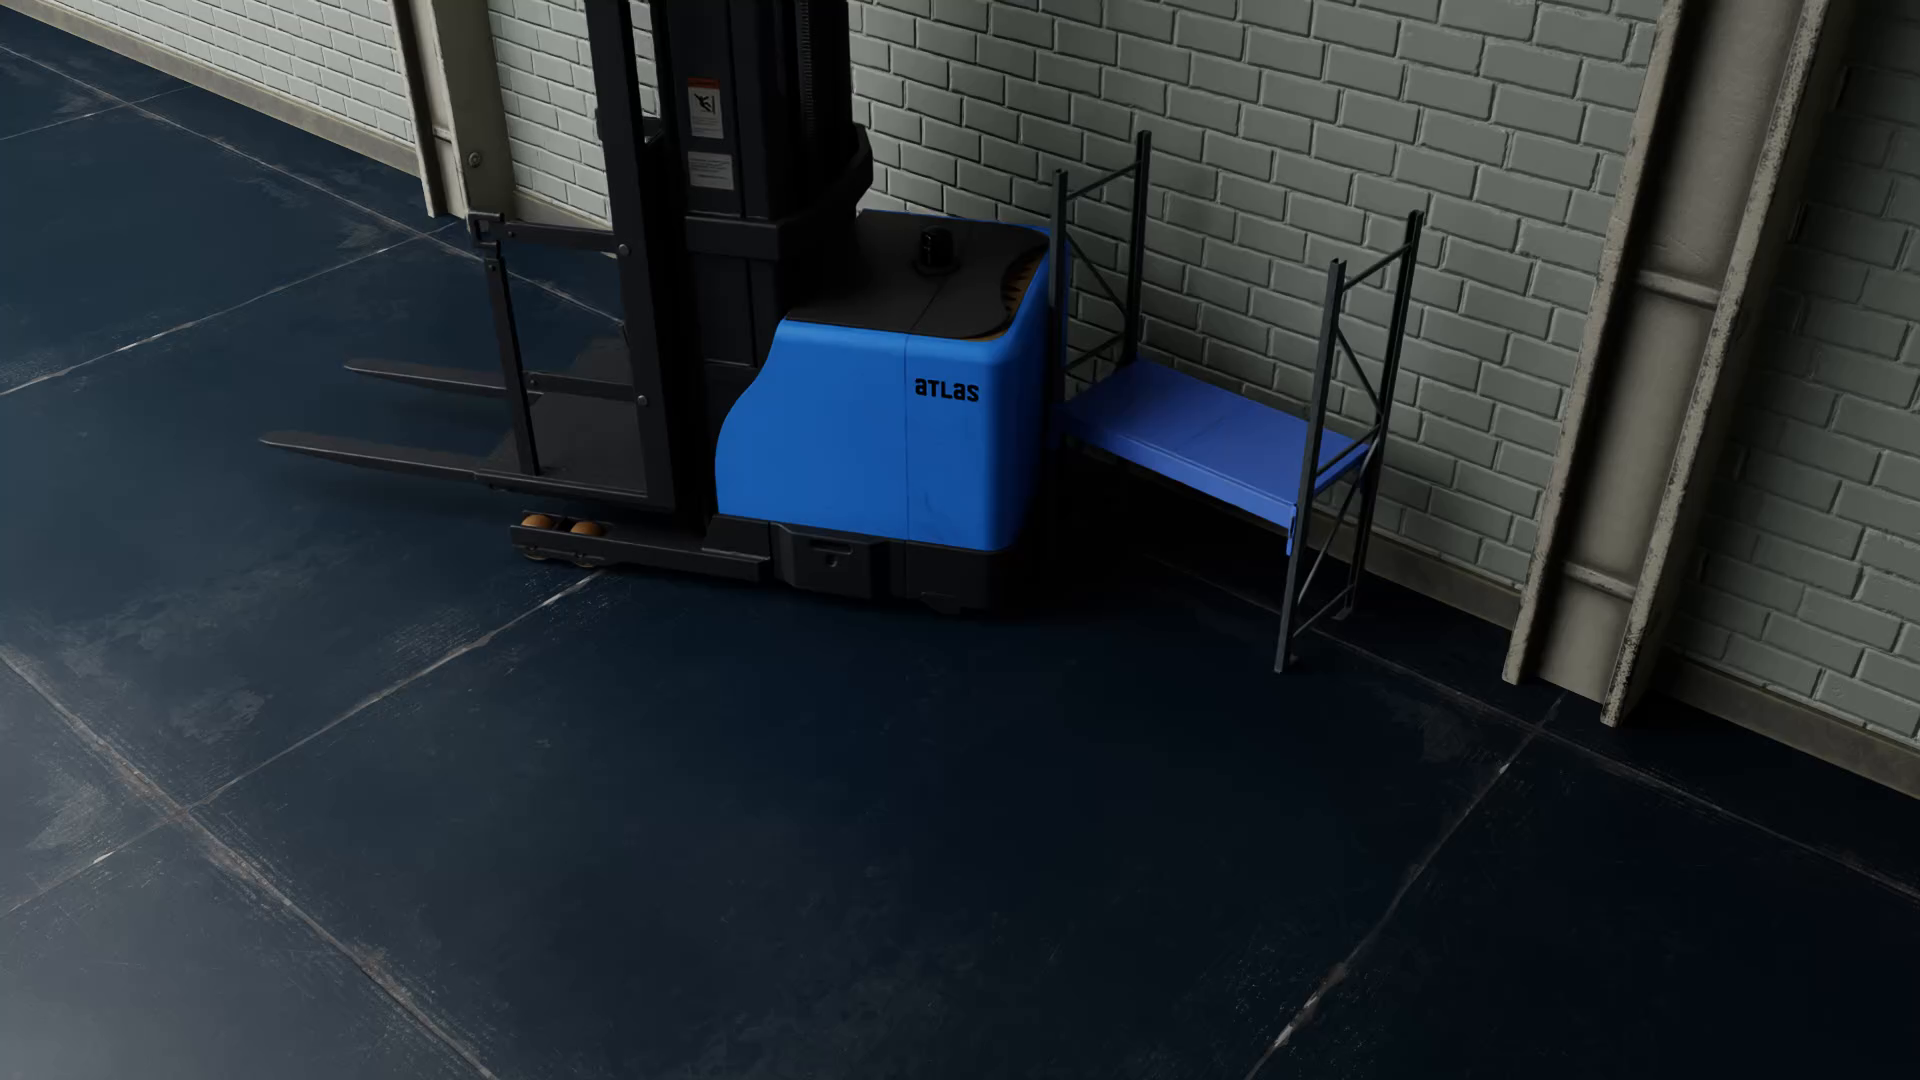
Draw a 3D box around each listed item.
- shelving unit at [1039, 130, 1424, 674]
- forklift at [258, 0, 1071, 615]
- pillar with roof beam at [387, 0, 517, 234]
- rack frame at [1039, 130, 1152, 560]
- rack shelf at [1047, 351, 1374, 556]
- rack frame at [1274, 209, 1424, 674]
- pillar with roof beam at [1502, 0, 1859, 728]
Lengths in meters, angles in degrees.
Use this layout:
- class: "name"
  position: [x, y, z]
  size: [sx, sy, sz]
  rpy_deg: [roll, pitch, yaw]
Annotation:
- class: "shelving unit"
  position: [0.852, -0.468, 5.606]
  size: [1.048, 1.500, 0.538]
  rpy_deg: [26, 42, 33]
- class: "forklift"
  position: [-1.163, -1.387, 5.681]
  size: [3.031, 2.935, 1.130]
  rpy_deg: [8, 35, 11]
- class: "pillar with roof beam"
  position: [-5.302, -3.540, 3.456]
  size: [0.400, 9.000, 9.100]
  rpy_deg: [25, 42, 32]
- class: "rack frame"
  position: [0.470, -0.658, 5.883]
  size: [0.032, 1.500, 0.500]
  rpy_deg: [26, 42, 33]
- class: "rack shelf"
  position: [0.852, -0.320, 5.708]
  size: [1.000, 0.185, 0.538]
  rpy_deg: [26, 42, 33]
- class: "rack frame"
  position: [1.235, -0.278, 5.330]
  size: [0.032, 1.500, 0.500]
  rpy_deg: [26, 42, 33]
- class: "pillar with roof beam"
  position: [-0.691, -1.367, 0.292]
  size: [0.400, 9.000, 9.100]
  rpy_deg: [25, 42, 32]
